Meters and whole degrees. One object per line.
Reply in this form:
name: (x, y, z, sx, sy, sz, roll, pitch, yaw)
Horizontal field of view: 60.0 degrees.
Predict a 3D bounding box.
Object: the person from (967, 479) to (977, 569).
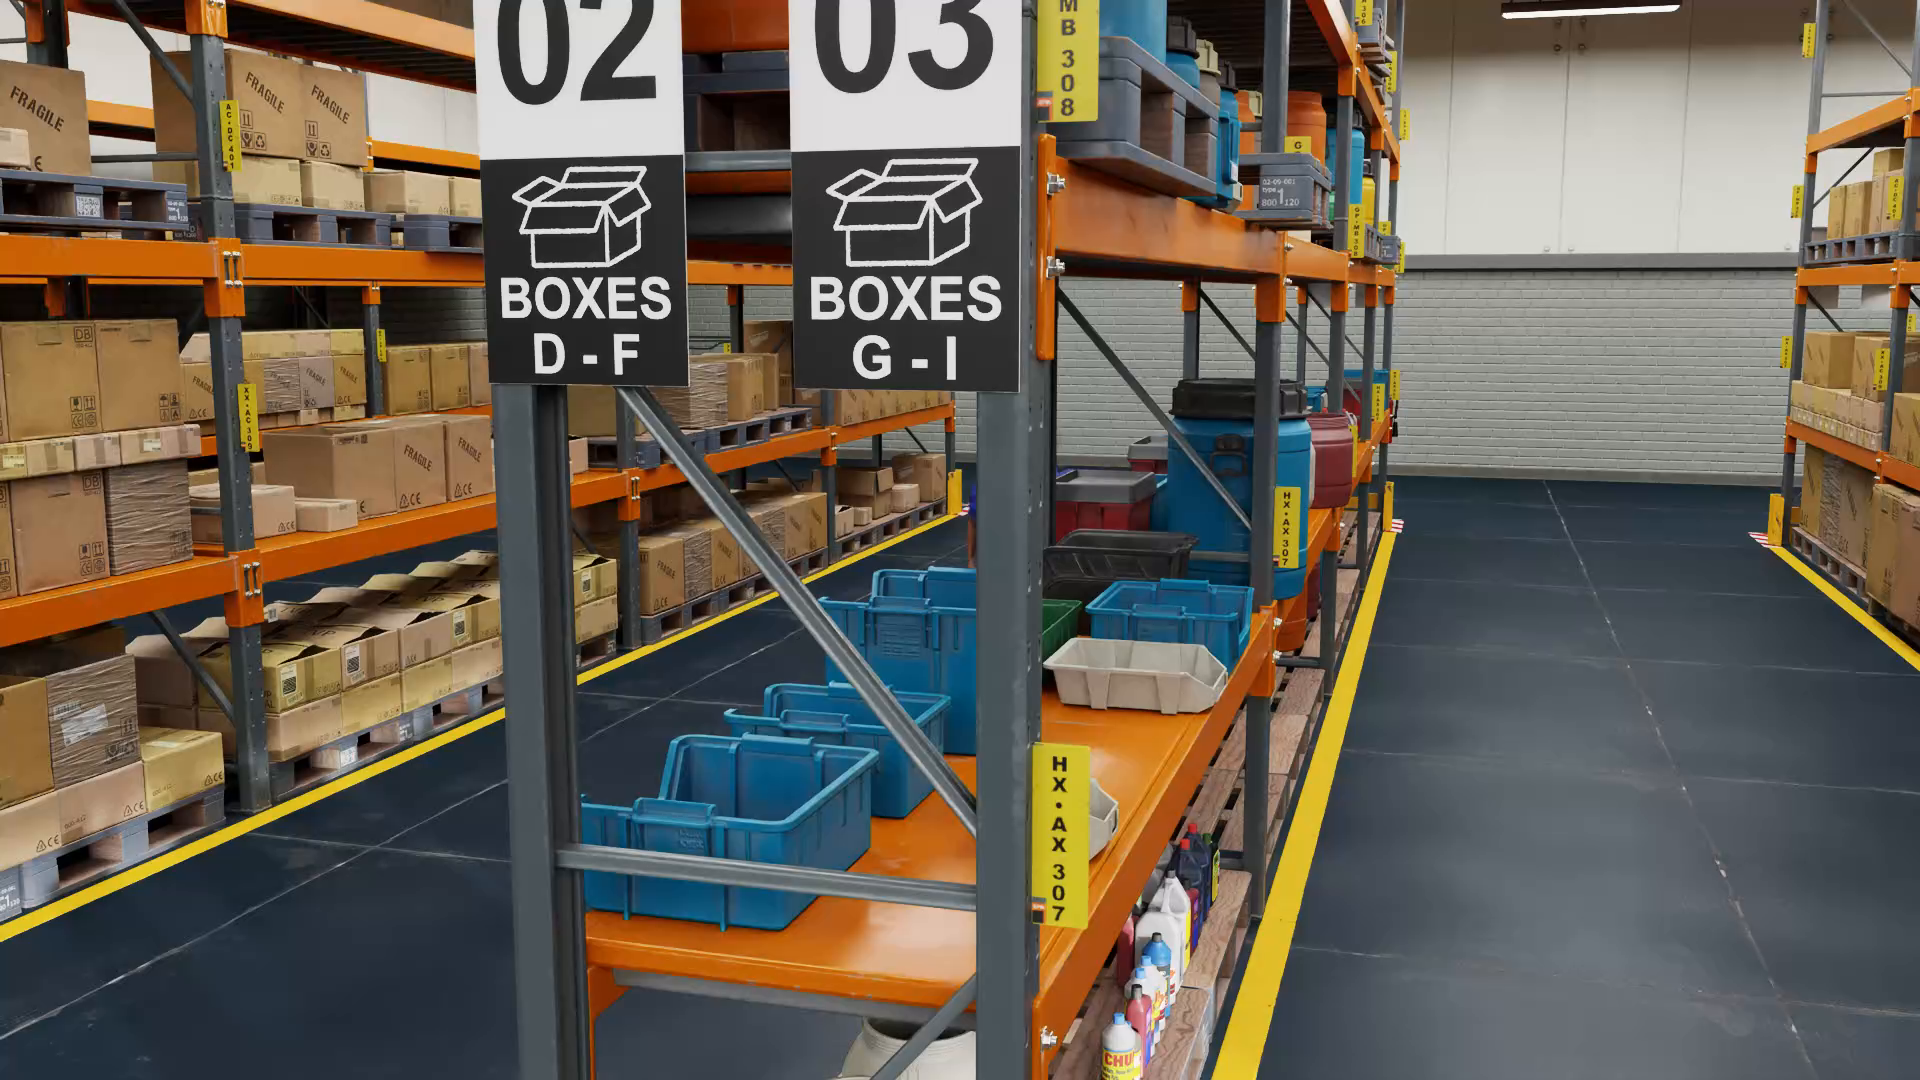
person: (0.277, 0.201, 10.737, 0.480, 1.548, 0.488, 4, 9, 24)
